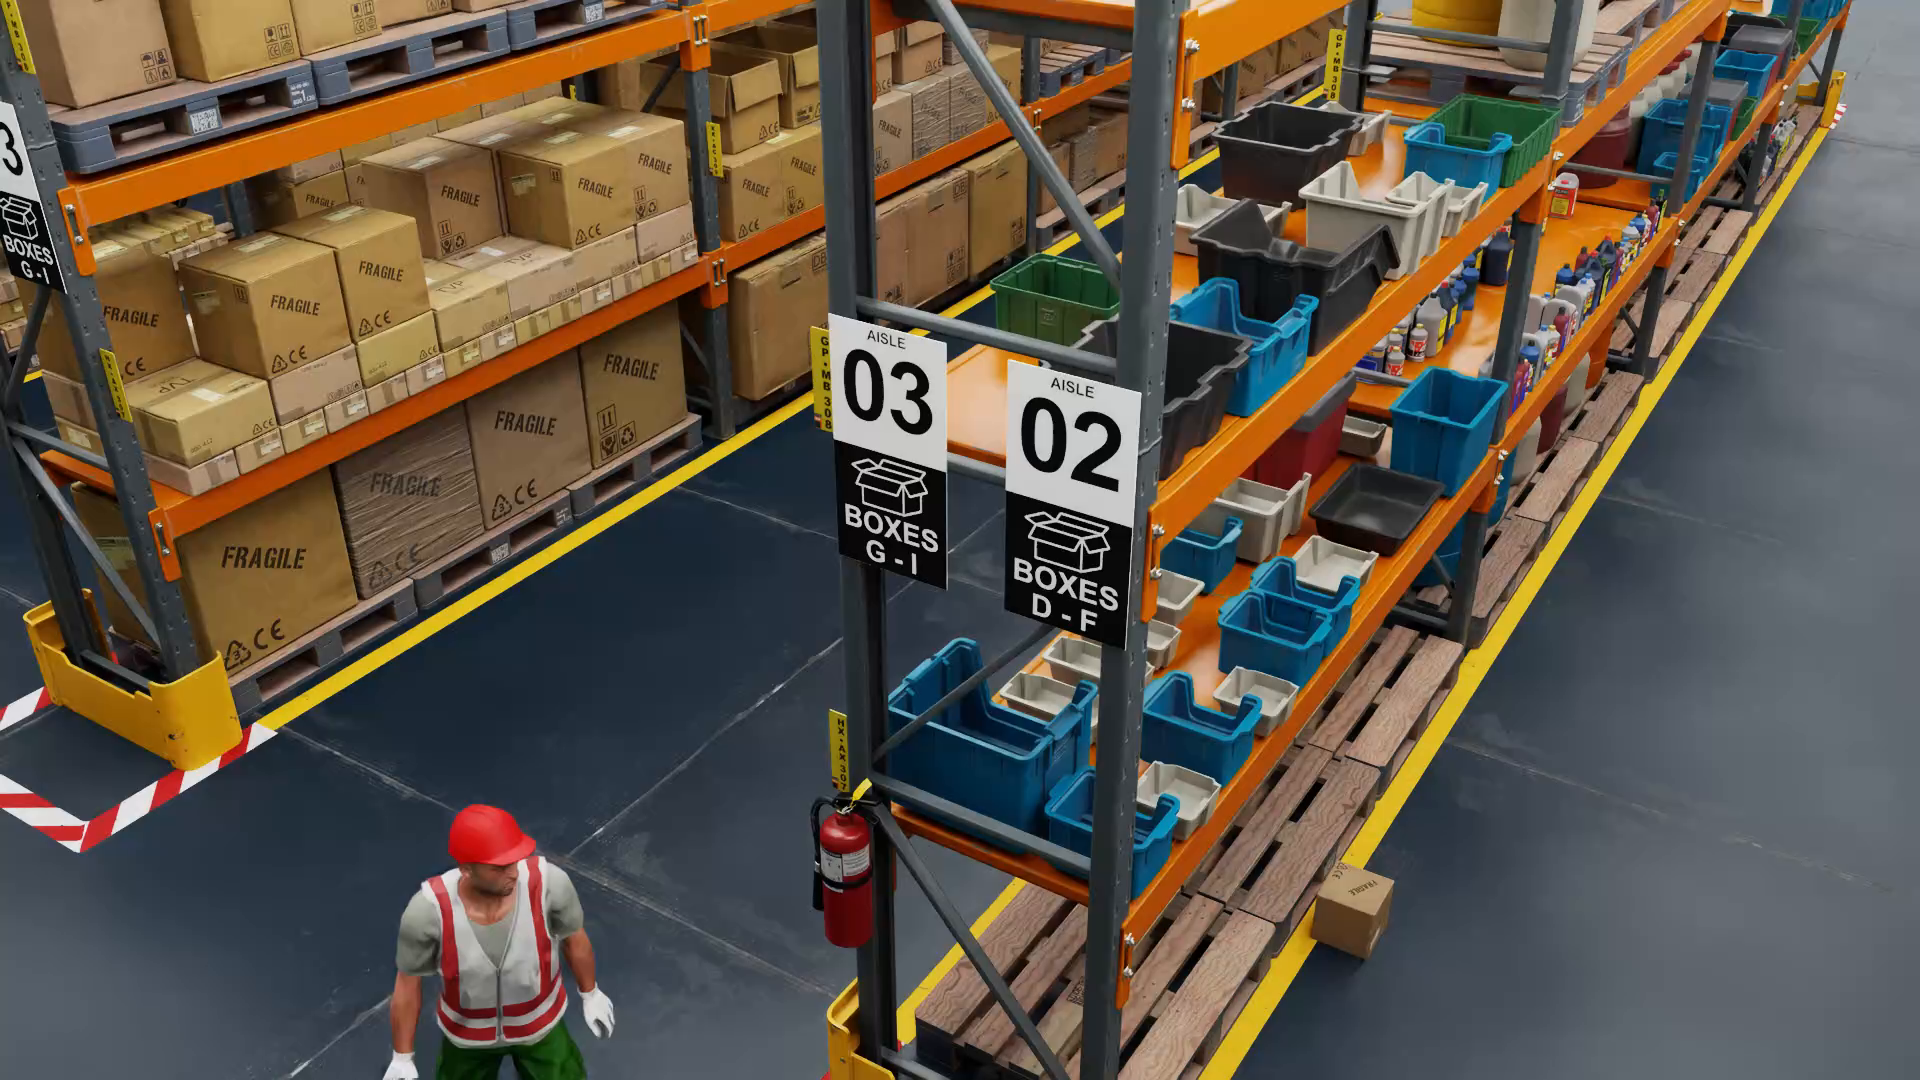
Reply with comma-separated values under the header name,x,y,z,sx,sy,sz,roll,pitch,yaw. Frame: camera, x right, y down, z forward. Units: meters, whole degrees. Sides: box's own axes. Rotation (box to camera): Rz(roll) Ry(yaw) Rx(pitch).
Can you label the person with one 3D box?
name,x,y,z,sx,sy,sz,roll,pitch,yaw
person,-1.489,1.611,5.382,0.717,1.798,0.467,-6,31,-10
